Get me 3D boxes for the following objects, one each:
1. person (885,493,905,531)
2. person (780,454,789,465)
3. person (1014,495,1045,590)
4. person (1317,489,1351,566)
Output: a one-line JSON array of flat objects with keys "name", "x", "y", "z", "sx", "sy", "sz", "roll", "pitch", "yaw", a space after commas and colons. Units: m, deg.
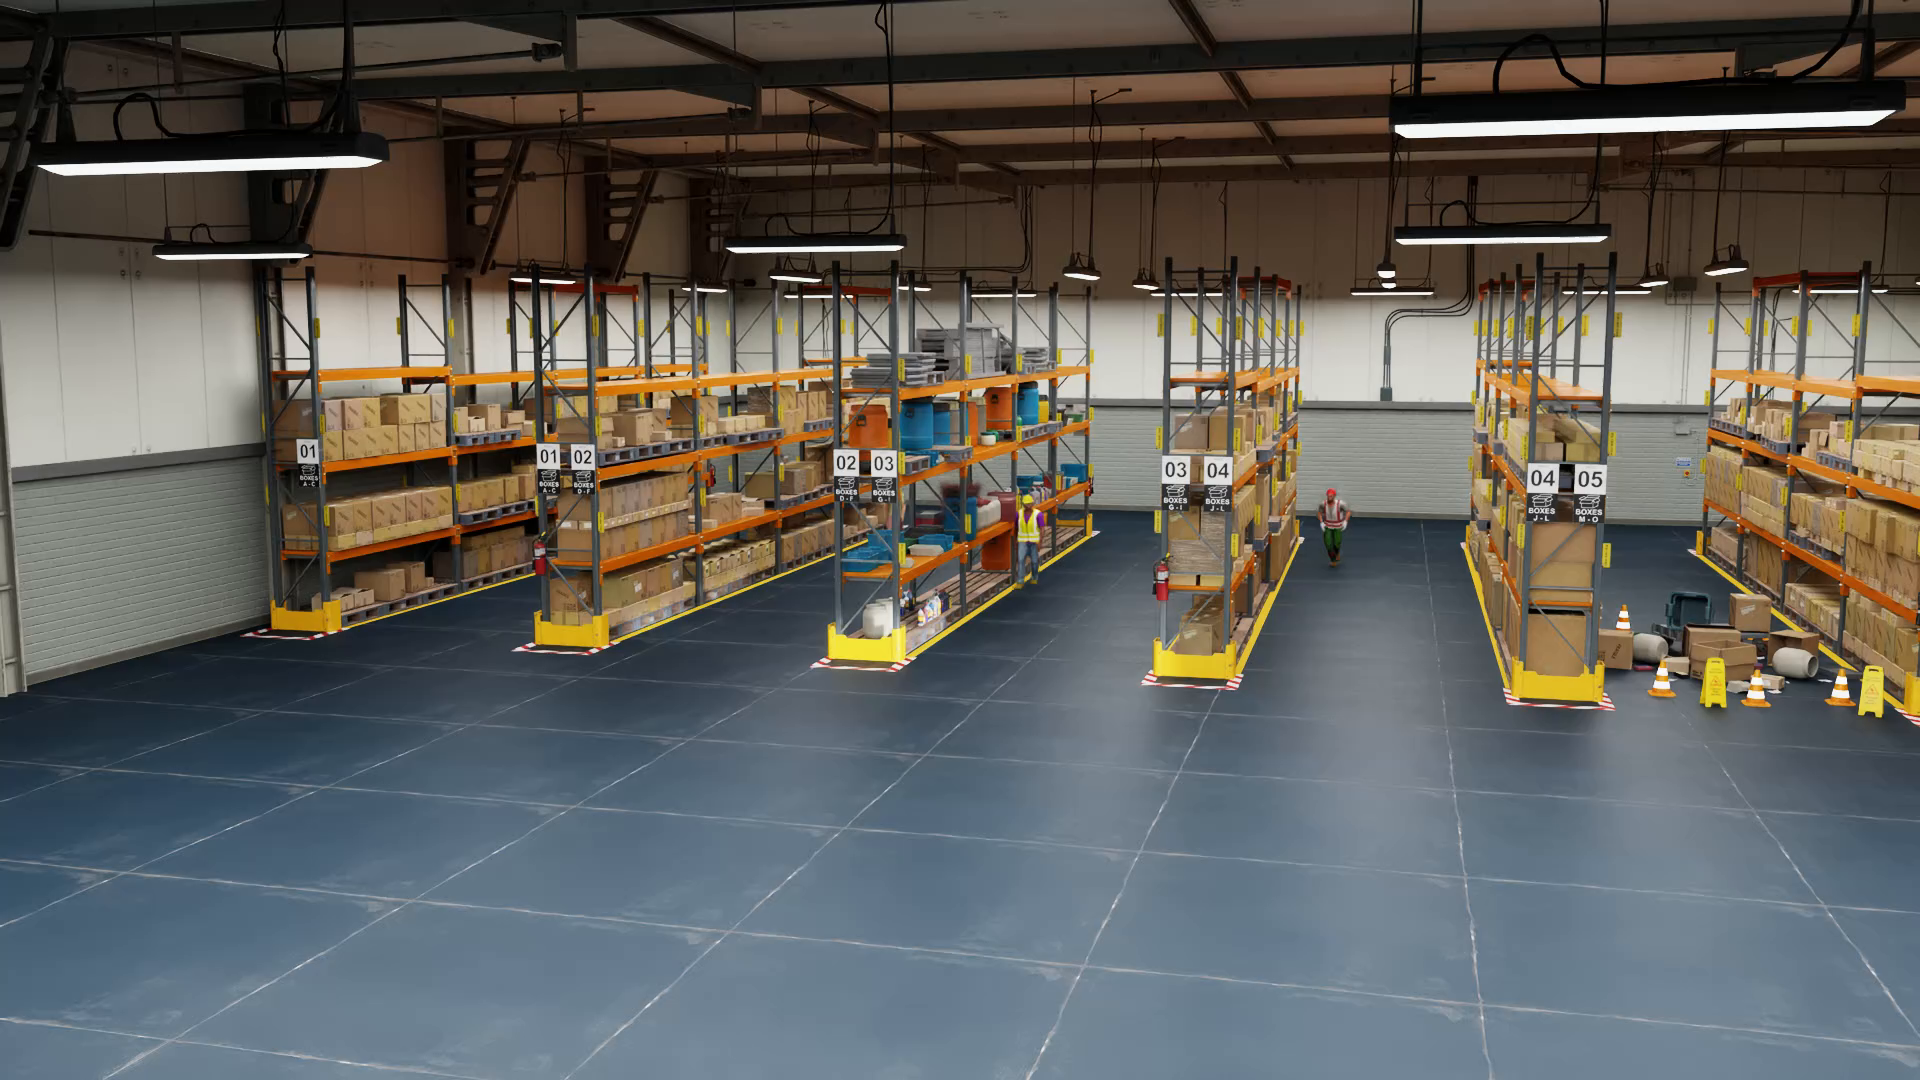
[{"name": "person", "x": -1.463, "y": -0.533, "z": 37.220, "sx": 0.496, "sy": 1.610, "sz": 1.058, "roll": 2, "pitch": 7, "yaw": 12}, {"name": "person", "x": -4.801, "y": -1.561, "z": 45.370, "sx": 1.018, "sy": 1.618, "sz": 0.471, "roll": 6, "pitch": 10, "yaw": 40}, {"name": "person", "x": 1.254, "y": 0.022, "z": 30.377, "sx": 0.595, "sy": 1.693, "sz": 1.067, "roll": 1, "pitch": 7, "yaw": 6}, {"name": "person", "x": 7.867, "y": -0.262, "z": 35.016, "sx": 0.695, "sy": 1.680, "sz": 0.665, "roll": 3, "pitch": 8, "yaw": 21}]
